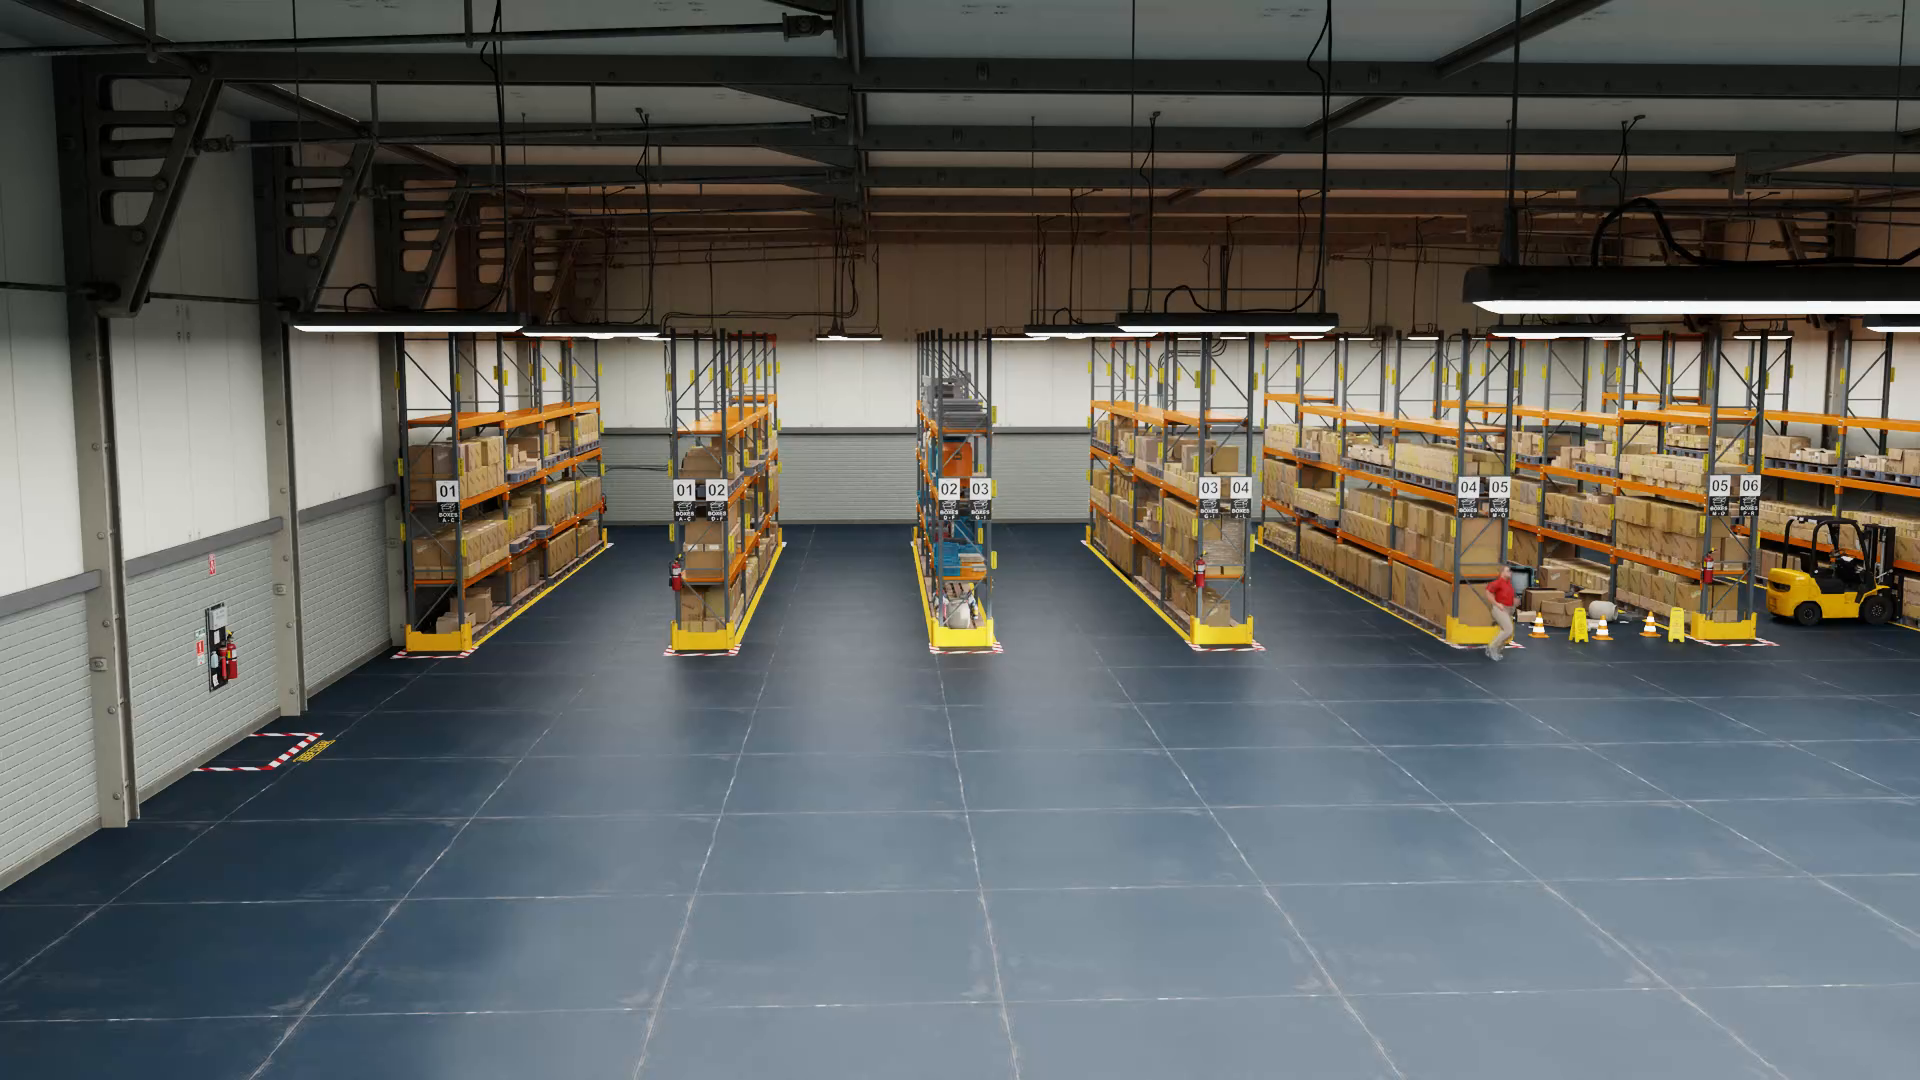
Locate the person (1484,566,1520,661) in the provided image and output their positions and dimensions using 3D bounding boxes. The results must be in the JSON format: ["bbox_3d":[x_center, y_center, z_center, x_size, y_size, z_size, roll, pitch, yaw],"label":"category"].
[{"bbox_3d":[9.878,1.341,30.228,0.585,1.744,0.661,6,9,42],"label":"person"}]

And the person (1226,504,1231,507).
[{"bbox_3d":[7.409,-0.637,47.691,0.672,1.509,0.558,4,8,28],"label":"person"}]

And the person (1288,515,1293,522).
[{"bbox_3d":[9.853,-0.856,48.959,0.540,1.626,0.602,5,9,38],"label":"person"}]
